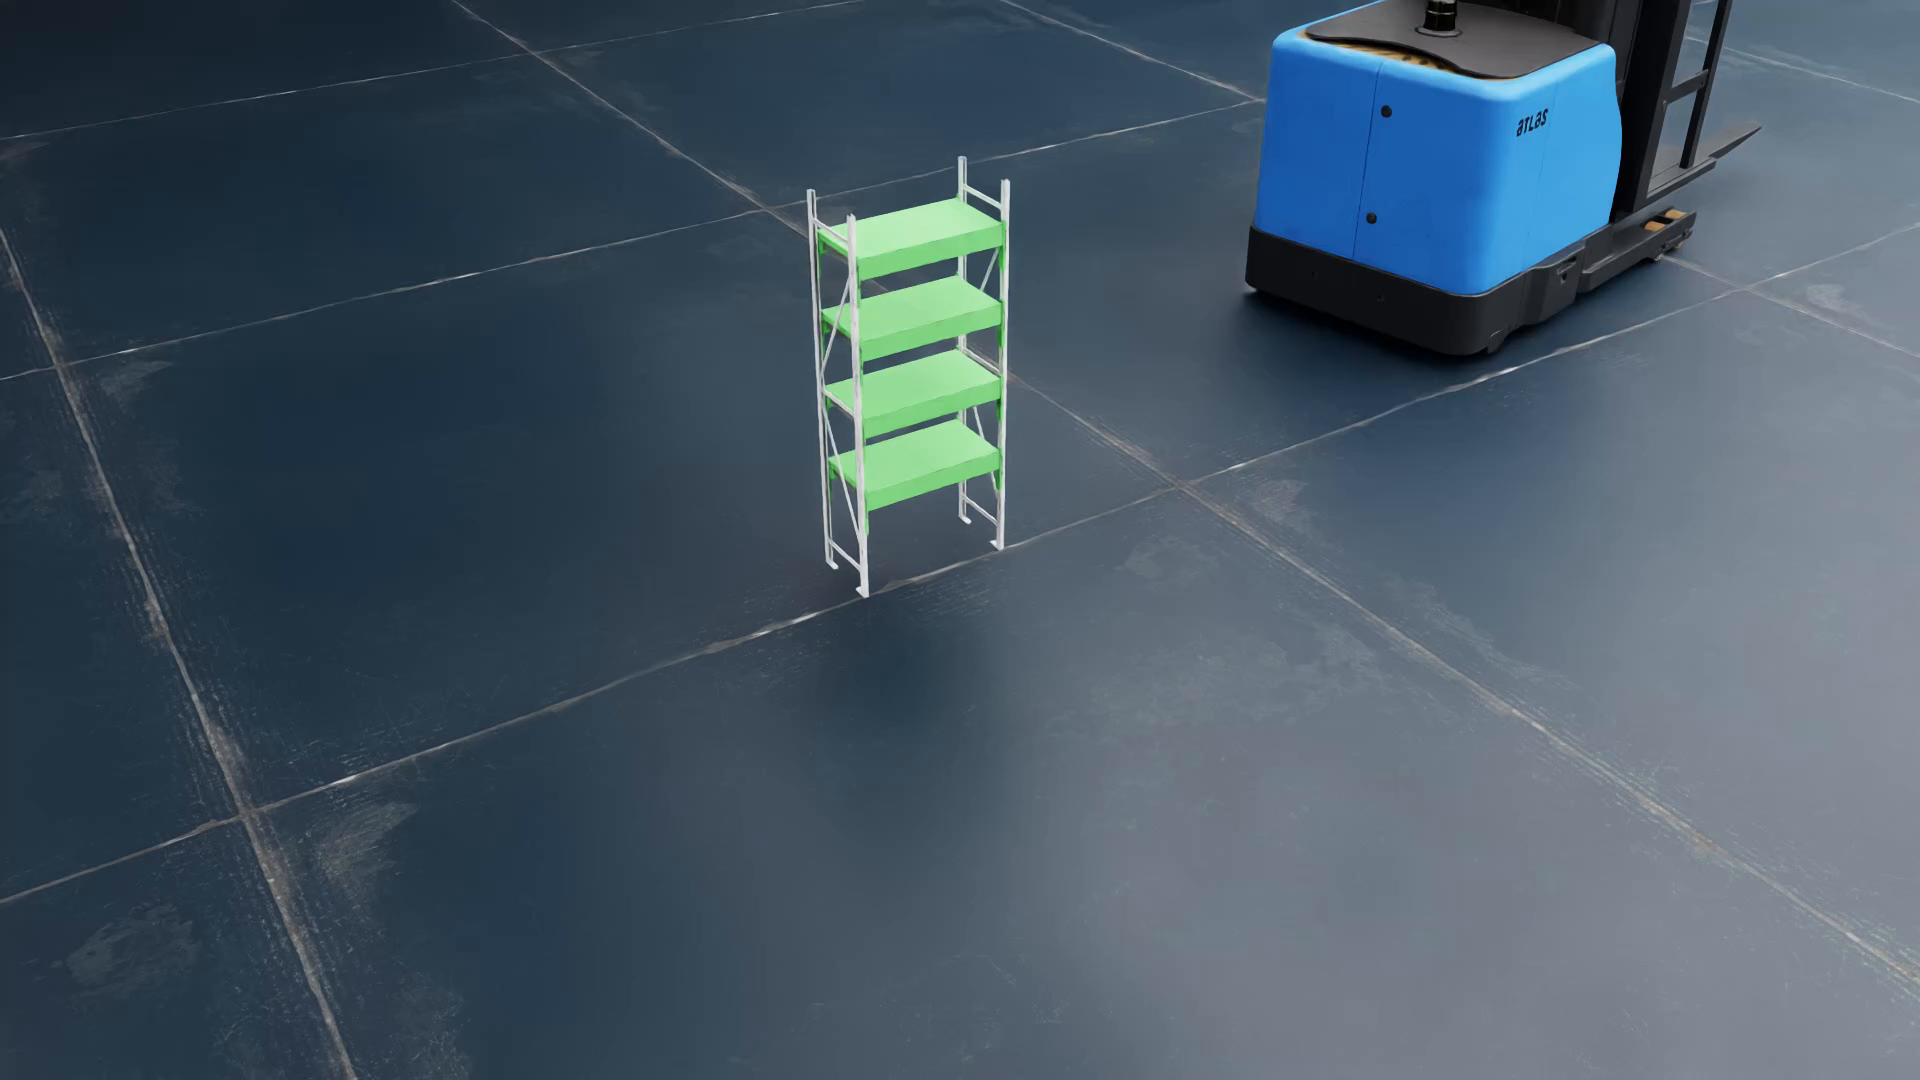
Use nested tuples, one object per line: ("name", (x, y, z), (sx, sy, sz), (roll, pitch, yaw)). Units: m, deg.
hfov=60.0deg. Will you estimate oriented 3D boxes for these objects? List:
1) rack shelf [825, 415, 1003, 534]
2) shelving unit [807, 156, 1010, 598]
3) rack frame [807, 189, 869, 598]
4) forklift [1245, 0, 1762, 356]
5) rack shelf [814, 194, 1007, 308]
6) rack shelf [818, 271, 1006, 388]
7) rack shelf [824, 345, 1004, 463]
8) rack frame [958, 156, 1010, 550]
("rack shelf", (-0.139, -0.203, 5.016), (0.480, 0.148, 0.258), (-19, 37, -27))
("shelving unit", (-0.139, -0.460, 4.854), (0.503, 1.200, 0.258), (-19, 37, -27))
("rack frame", (-0.344, -0.389, 4.742), (0.015, 1.200, 0.240), (-19, 37, -27))
("forklift", (2.562, -2.612, 6.644), (1.130, 2.935, 3.031), (28, 42, 37))
("rack shelf", (-0.139, -0.812, 4.632), (0.480, 0.148, 0.258), (-19, 37, -27))
("rack shelf", (-0.139, -0.609, 4.760), (0.480, 0.148, 0.258), (-19, 37, -27))
("rack shelf", (-0.139, -0.406, 4.888), (0.480, 0.148, 0.258), (-19, 37, -27))
("rack frame", (0.066, -0.530, 4.966), (0.015, 1.200, 0.240), (-19, 37, -27))
